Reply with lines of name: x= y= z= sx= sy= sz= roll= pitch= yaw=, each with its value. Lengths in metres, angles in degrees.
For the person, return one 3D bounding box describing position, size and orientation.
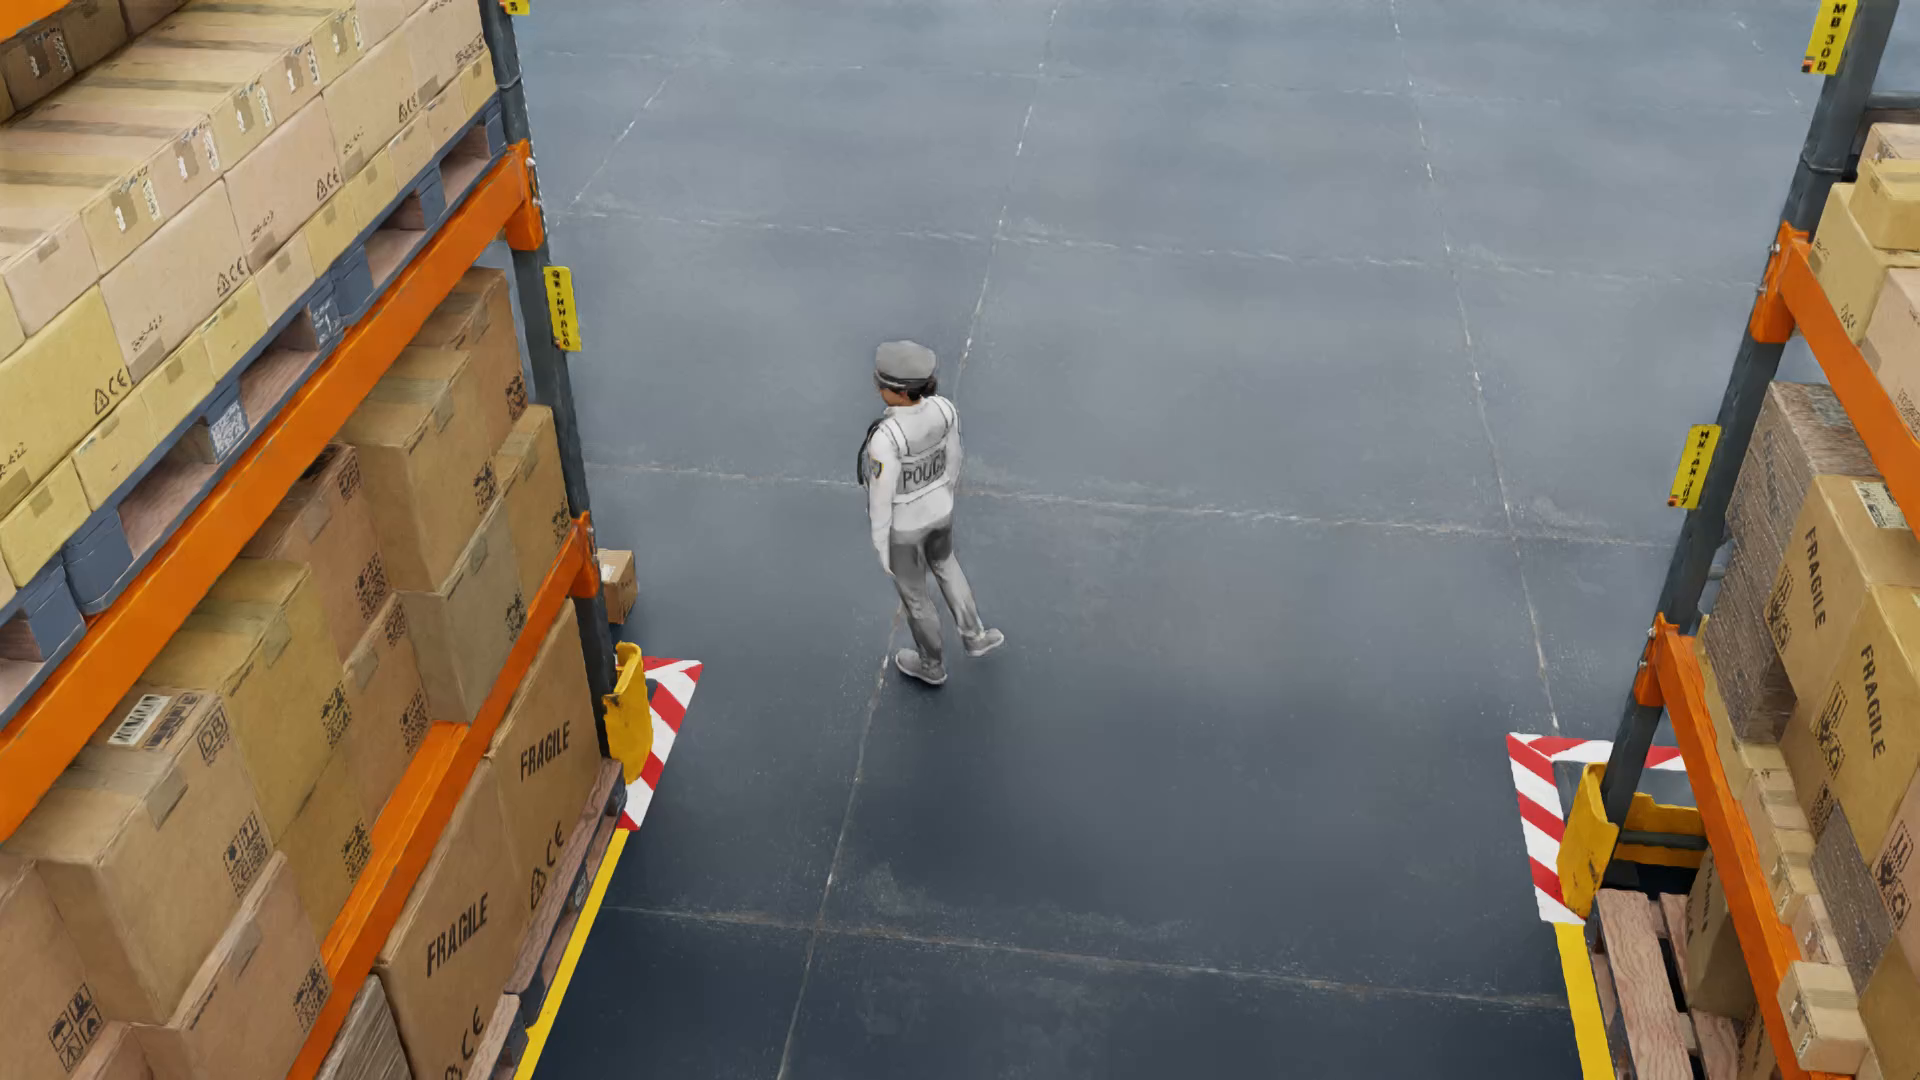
person: x=-0.123 y=-0.090 z=7.129 sx=0.650 sy=1.659 sz=0.442 roll=-28 pitch=45 yaw=-33
